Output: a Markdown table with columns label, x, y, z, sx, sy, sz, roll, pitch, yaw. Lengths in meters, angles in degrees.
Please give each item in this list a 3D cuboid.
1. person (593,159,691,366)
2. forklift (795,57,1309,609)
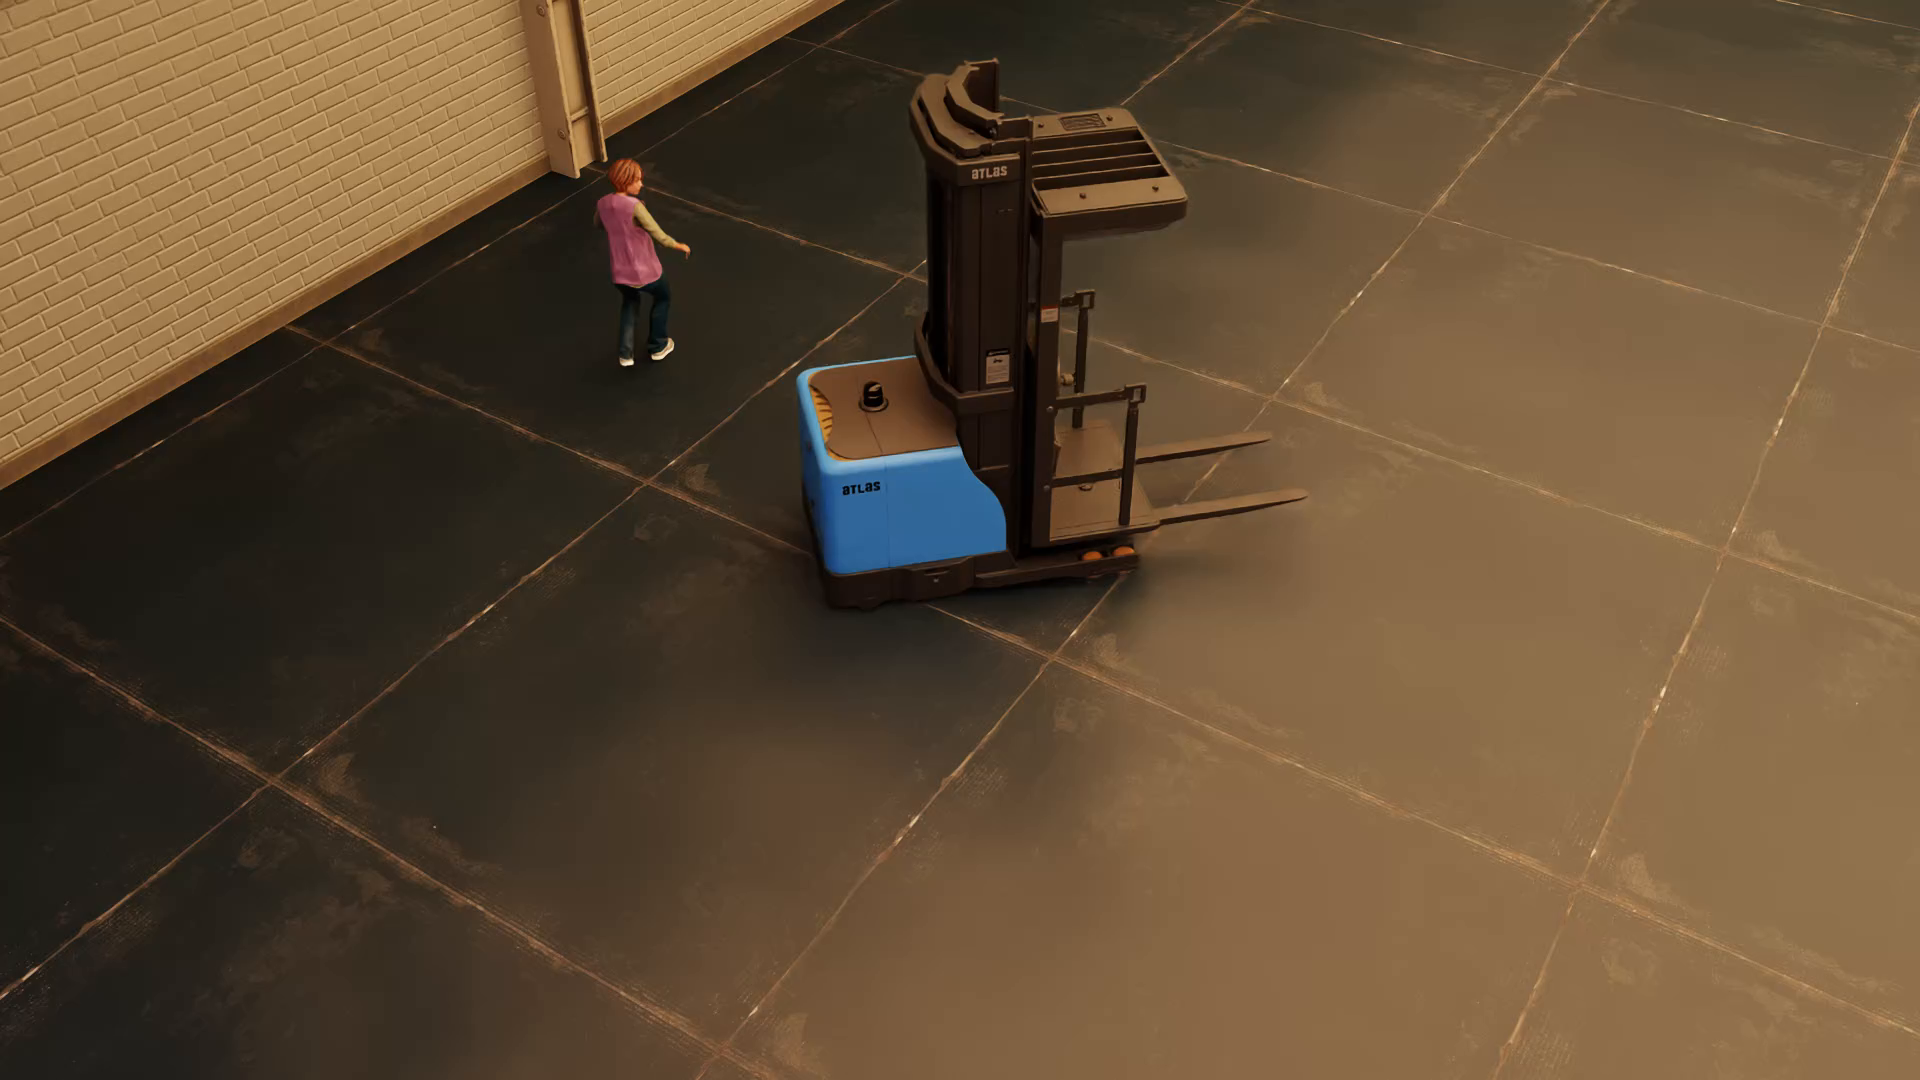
| label | x | y | z | sx | sy | sz | roll | pitch | yaw |
| --- | --- | --- | --- | --- | --- | --- | --- | --- | --- |
| person | -2.164 | -1.889 | 11.308 | 0.658 | 1.526 | 0.626 | 12 | 42 | 14 |
| forklift | 0.594 | -1.211 | 9.396 | 3.031 | 2.935 | 1.130 | -9 | 41 | -10 |
